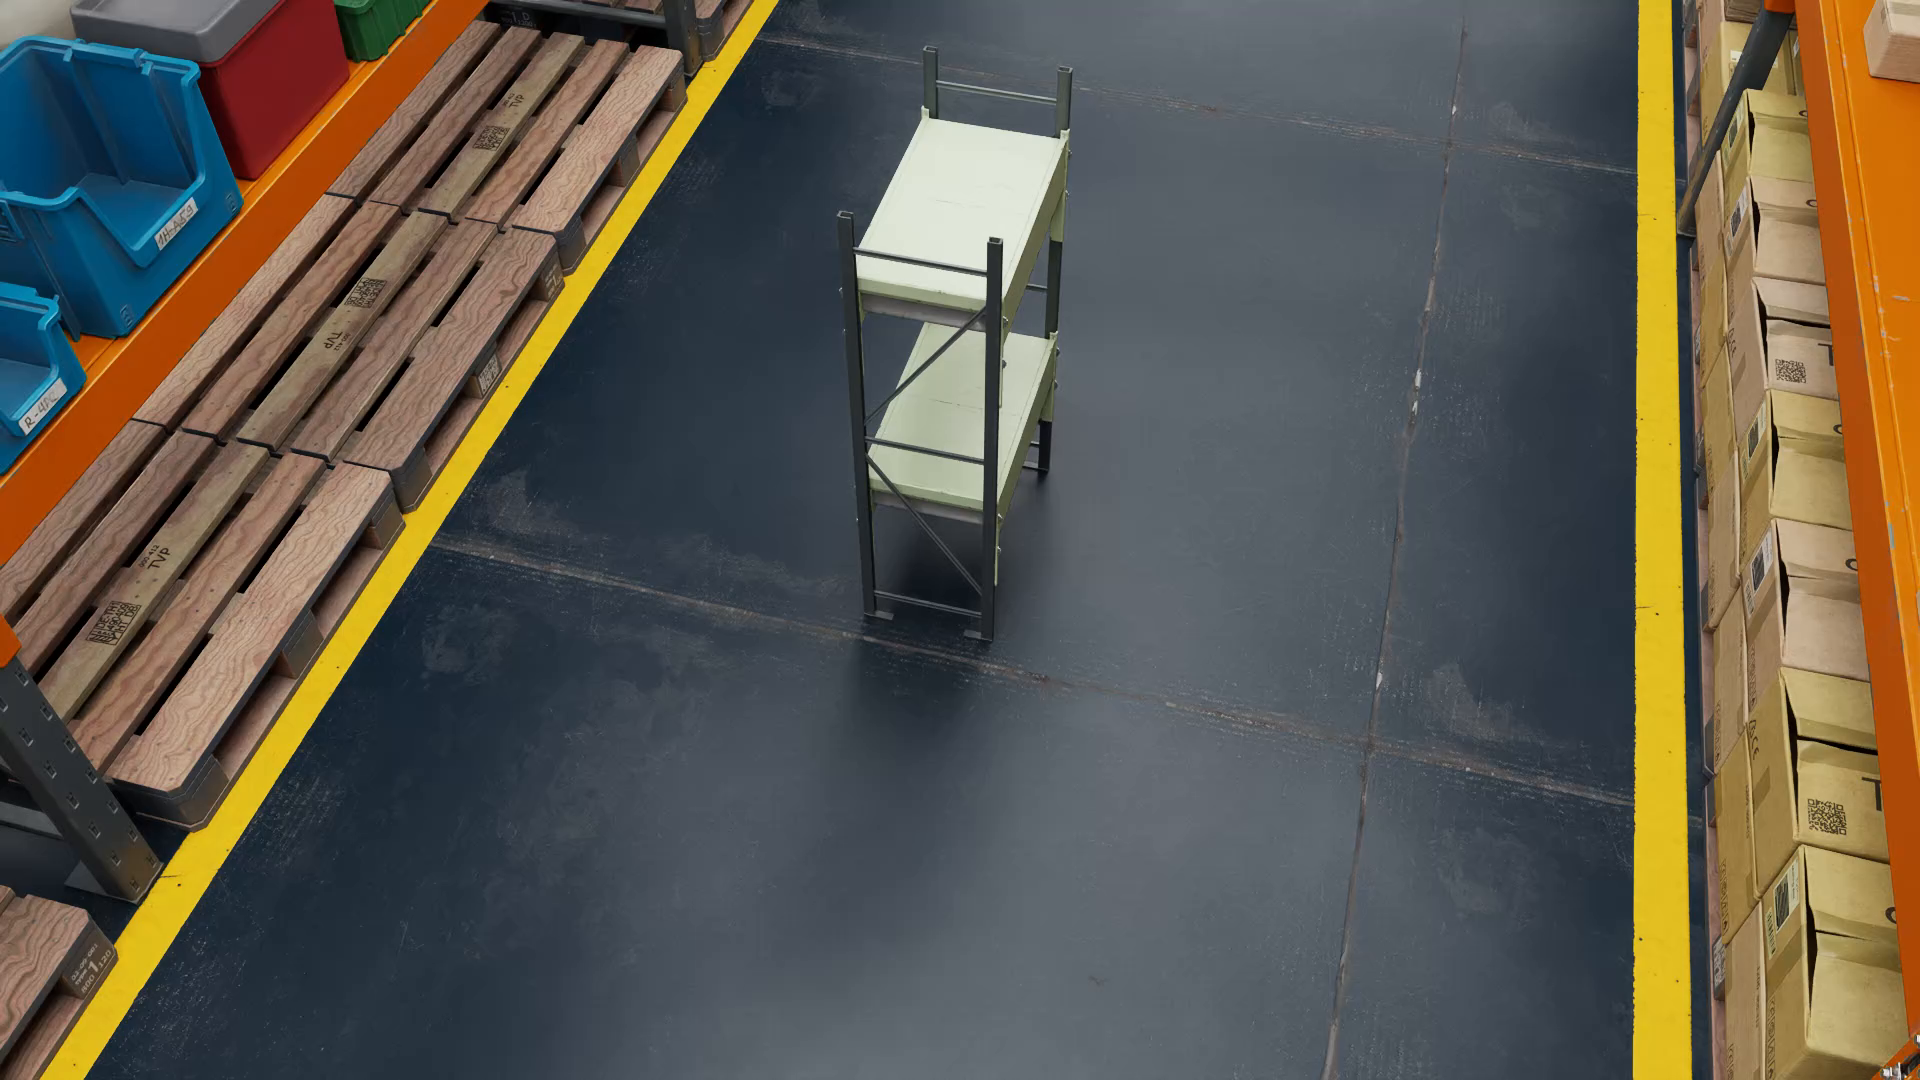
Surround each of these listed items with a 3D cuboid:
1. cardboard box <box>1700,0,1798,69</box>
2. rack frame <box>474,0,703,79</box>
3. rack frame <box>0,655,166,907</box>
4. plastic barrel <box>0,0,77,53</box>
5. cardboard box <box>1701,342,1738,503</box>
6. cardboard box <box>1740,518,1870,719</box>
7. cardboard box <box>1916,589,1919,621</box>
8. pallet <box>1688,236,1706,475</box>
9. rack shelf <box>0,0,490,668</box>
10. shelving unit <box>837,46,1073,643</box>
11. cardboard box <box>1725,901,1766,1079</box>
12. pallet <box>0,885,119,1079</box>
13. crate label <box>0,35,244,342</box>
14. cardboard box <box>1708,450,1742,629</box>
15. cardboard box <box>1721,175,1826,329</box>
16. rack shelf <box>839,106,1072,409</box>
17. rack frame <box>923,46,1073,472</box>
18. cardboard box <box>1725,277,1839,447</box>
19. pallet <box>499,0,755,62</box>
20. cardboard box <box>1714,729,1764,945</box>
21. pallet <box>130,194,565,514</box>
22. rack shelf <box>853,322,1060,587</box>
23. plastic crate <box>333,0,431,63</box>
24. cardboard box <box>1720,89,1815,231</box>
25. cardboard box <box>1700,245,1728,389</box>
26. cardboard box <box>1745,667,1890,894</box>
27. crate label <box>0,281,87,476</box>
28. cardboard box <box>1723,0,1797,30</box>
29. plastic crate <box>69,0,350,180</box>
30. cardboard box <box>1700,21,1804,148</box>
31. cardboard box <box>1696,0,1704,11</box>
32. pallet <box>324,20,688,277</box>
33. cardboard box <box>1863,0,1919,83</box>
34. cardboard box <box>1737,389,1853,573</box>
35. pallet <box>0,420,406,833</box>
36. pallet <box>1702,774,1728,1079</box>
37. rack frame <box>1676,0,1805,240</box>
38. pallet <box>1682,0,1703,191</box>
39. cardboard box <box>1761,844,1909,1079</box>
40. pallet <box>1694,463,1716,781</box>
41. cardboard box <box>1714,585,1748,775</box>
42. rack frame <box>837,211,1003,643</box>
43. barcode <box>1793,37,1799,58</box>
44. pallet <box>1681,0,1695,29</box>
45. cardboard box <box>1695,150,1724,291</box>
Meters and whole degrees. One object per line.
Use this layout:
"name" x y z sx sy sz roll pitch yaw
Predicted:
"cardboard box" 3.246 -2.049 6.611 0.500 0.250 0.500 12 50 10
"rack frame" -1.584 -3.061 5.951 1.000 3.000 0.127 12 50 10
"rack frame" -2.637 -0.168 3.398 1.000 3.000 0.127 12 50 10
"plastic barrel" -2.461 -1.296 4.319 0.421 0.512 0.421 0 49 0
"cardboard box" 2.579 -0.323 5.088 0.500 0.250 0.500 10 49 9
"cardboard box" 2.307 0.228 4.228 0.500 0.311 0.500 11 50 10
"cardboard box" 2.111 0.190 3.249 0.380 0.149 0.250 12 50 10
"pallet" 3.038 -0.618 5.655 1.003 0.211 1.213 12 50 10
"rack shelf" -2.110 -1.377 4.944 1.077 0.370 4.000 12 50 10
"shelving unit" 0.002 -0.501 4.692 0.431 1.500 0.755 12 50 10
"cardboard box" 2.044 1.154 3.785 0.500 0.250 0.500 13 50 11
"pallet" -2.804 1.333 3.933 1.003 0.211 1.213 12 50 10
"crate label" -2.114 -0.845 3.972 0.502 0.435 0.616 12 50 10
"cardboard box" 2.444 0.045 4.764 0.500 0.250 0.500 12 50 11
"cardboard box" 2.708 -0.885 5.210 0.500 0.311 0.500 11 49 10
"rack shelf" 0.002 -0.759 4.399 0.431 0.370 0.720 12 50 10
"rack frame" 0.098 -0.766 4.926 0.400 1.500 0.023 12 50 10
"cardboard box" 2.573 -0.511 4.880 0.500 0.311 0.500 10 49 9
"pallet" -1.367 -2.616 7.418 1.003 0.211 1.213 12 50 10
"cardboard box" 2.176 0.781 4.114 0.500 0.250 0.500 11 49 10
"pallet" -2.072 -0.678 5.707 1.003 0.211 1.213 12 50 10
"rack shelf" 0.002 -0.285 4.936 0.431 0.370 0.720 12 50 10
"plastic crate" -1.770 -1.676 4.870 0.450 0.188 0.662 12 50 10
"cardboard box" 2.845 -1.246 5.529 0.500 0.311 0.500 12 50 10
"cardboard box" 2.713 -0.698 5.419 0.500 0.250 0.500 13 50 11
"cardboard box" 2.172 0.593 3.906 0.500 0.311 0.500 11 49 9
"crate label" -2.164 -0.344 3.664 0.303 0.233 0.416 12 50 10
"cardboard box" 3.248 -2.296 6.330 0.500 0.500 0.500 12 50 10
"plastic crate" -1.916 -1.298 4.352 0.402 0.464 0.583 12 50 10
"cardboard box" 3.105 -1.689 6.294 0.500 0.250 0.500 12 50 10
"cardboard box" 3.364 -2.413 6.933 0.500 0.250 0.500 12 50 10
"pallet" -1.753 -1.563 6.489 1.003 0.211 1.213 12 50 10
"cardboard box" 2.763 -1.398 4.650 0.380 0.149 0.250 12 50 10
"cardboard box" 2.441 -0.134 4.547 0.500 0.311 0.500 13 50 11
"pallet" -2.395 0.202 4.931 1.003 0.211 1.213 12 50 10
"pallet" 2.395 1.147 4.097 1.003 0.211 1.213 12 50 10
"rack frame" 3.194 -2.081 5.086 1.000 3.000 0.127 12 50 10
"pallet" 3.444 -1.726 6.632 1.003 0.211 1.213 12 50 10
"cardboard box" 2.041 0.970 3.573 0.500 0.311 0.500 13 50 11
"pallet" 2.718 0.267 4.873 1.003 0.211 1.213 12 50 10
"cardboard box" 2.312 0.418 4.435 0.500 0.250 0.500 13 50 11
"rack frame" -0.095 -0.236 4.458 0.400 1.500 0.023 12 50 10
"barcode" 2.725 -1.615 5.408 0.001 0.075 0.075 12 50 10
"pallet" 3.763 -2.611 7.413 1.003 0.211 1.213 12 50 10
"cardboard box" 2.849 -1.068 5.745 0.500 0.250 0.500 10 49 9
